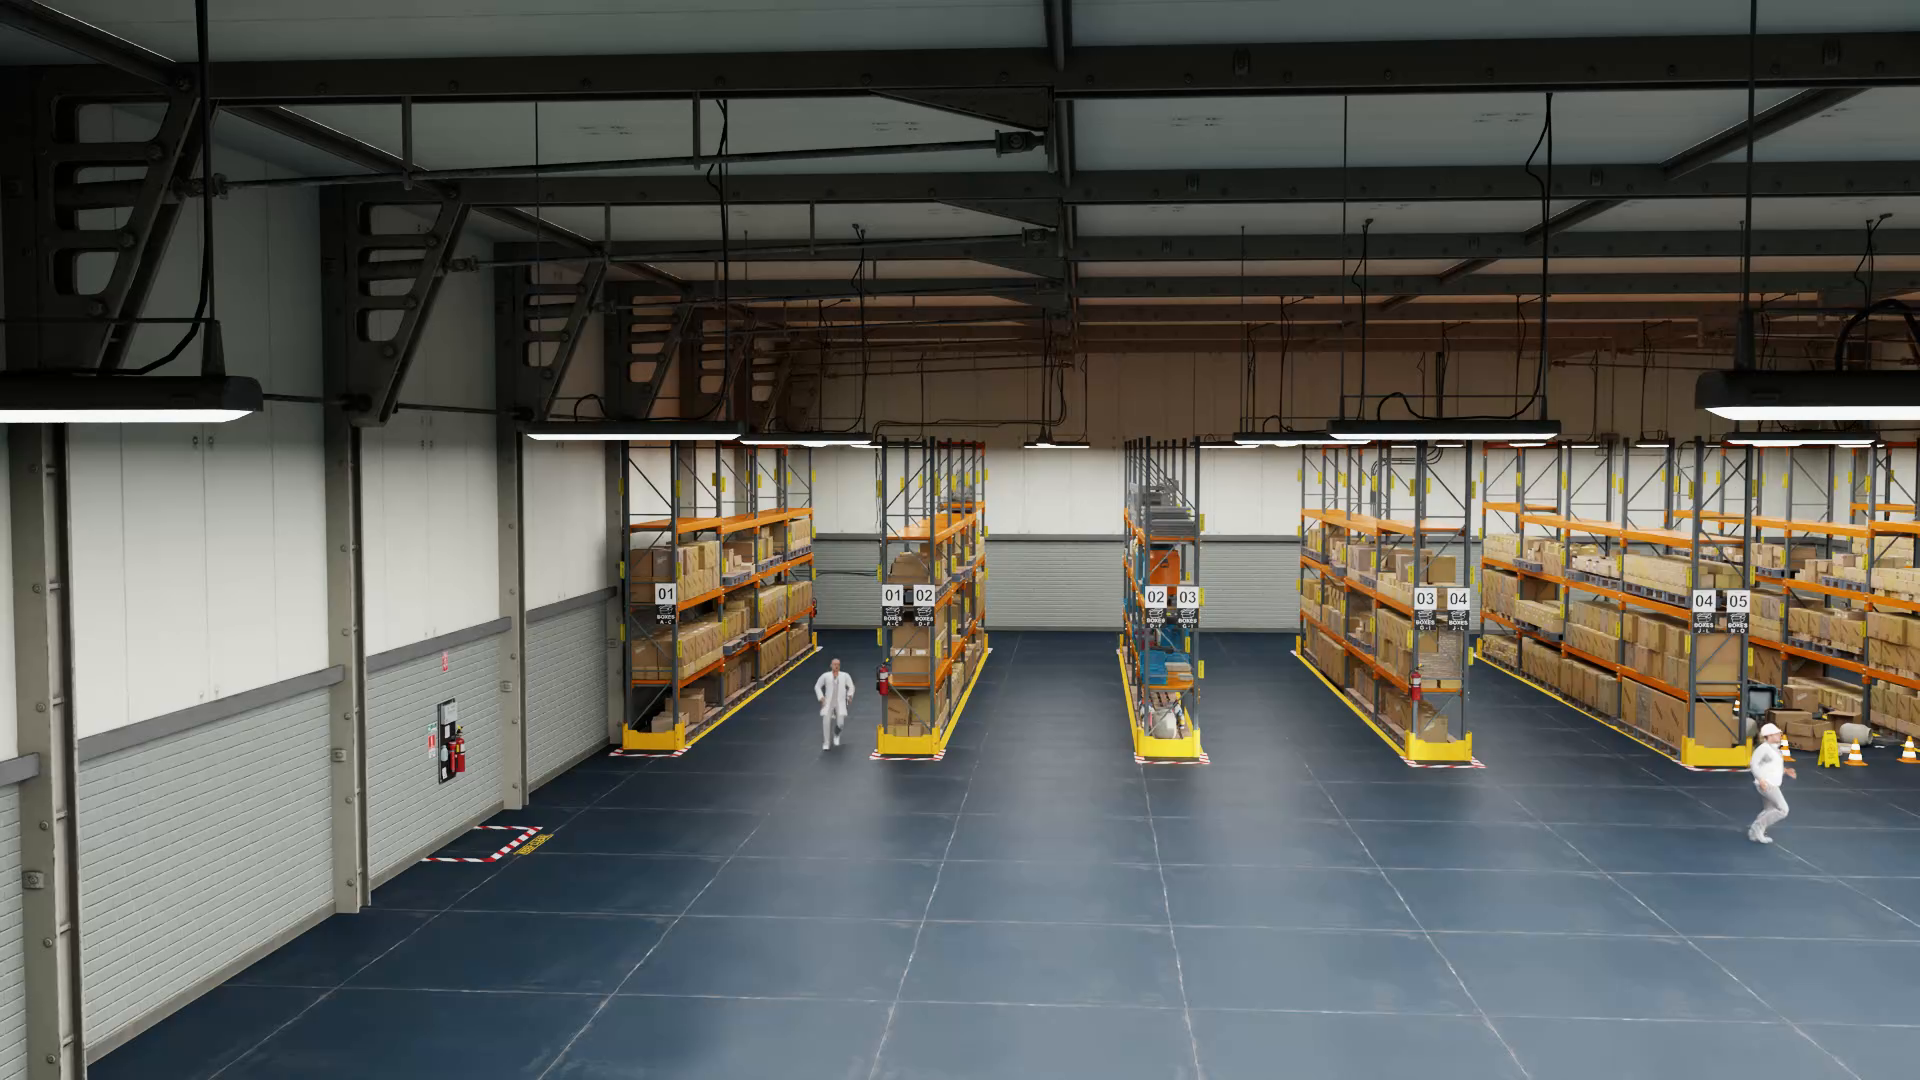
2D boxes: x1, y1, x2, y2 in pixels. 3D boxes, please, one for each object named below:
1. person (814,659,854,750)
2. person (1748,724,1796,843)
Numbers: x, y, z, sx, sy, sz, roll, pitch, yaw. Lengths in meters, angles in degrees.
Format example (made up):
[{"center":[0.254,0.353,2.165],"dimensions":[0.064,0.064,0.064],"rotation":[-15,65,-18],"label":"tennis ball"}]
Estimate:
[{"center":[-2.414,3.155,31.899],"dimensions":[0.770,1.738,0.588],"rotation":[0,3,-4],"label":"person"},{"center":[11.839,3.549,24.231],"dimensions":[0.601,1.738,0.667],"rotation":[2,4,33],"label":"person"}]
